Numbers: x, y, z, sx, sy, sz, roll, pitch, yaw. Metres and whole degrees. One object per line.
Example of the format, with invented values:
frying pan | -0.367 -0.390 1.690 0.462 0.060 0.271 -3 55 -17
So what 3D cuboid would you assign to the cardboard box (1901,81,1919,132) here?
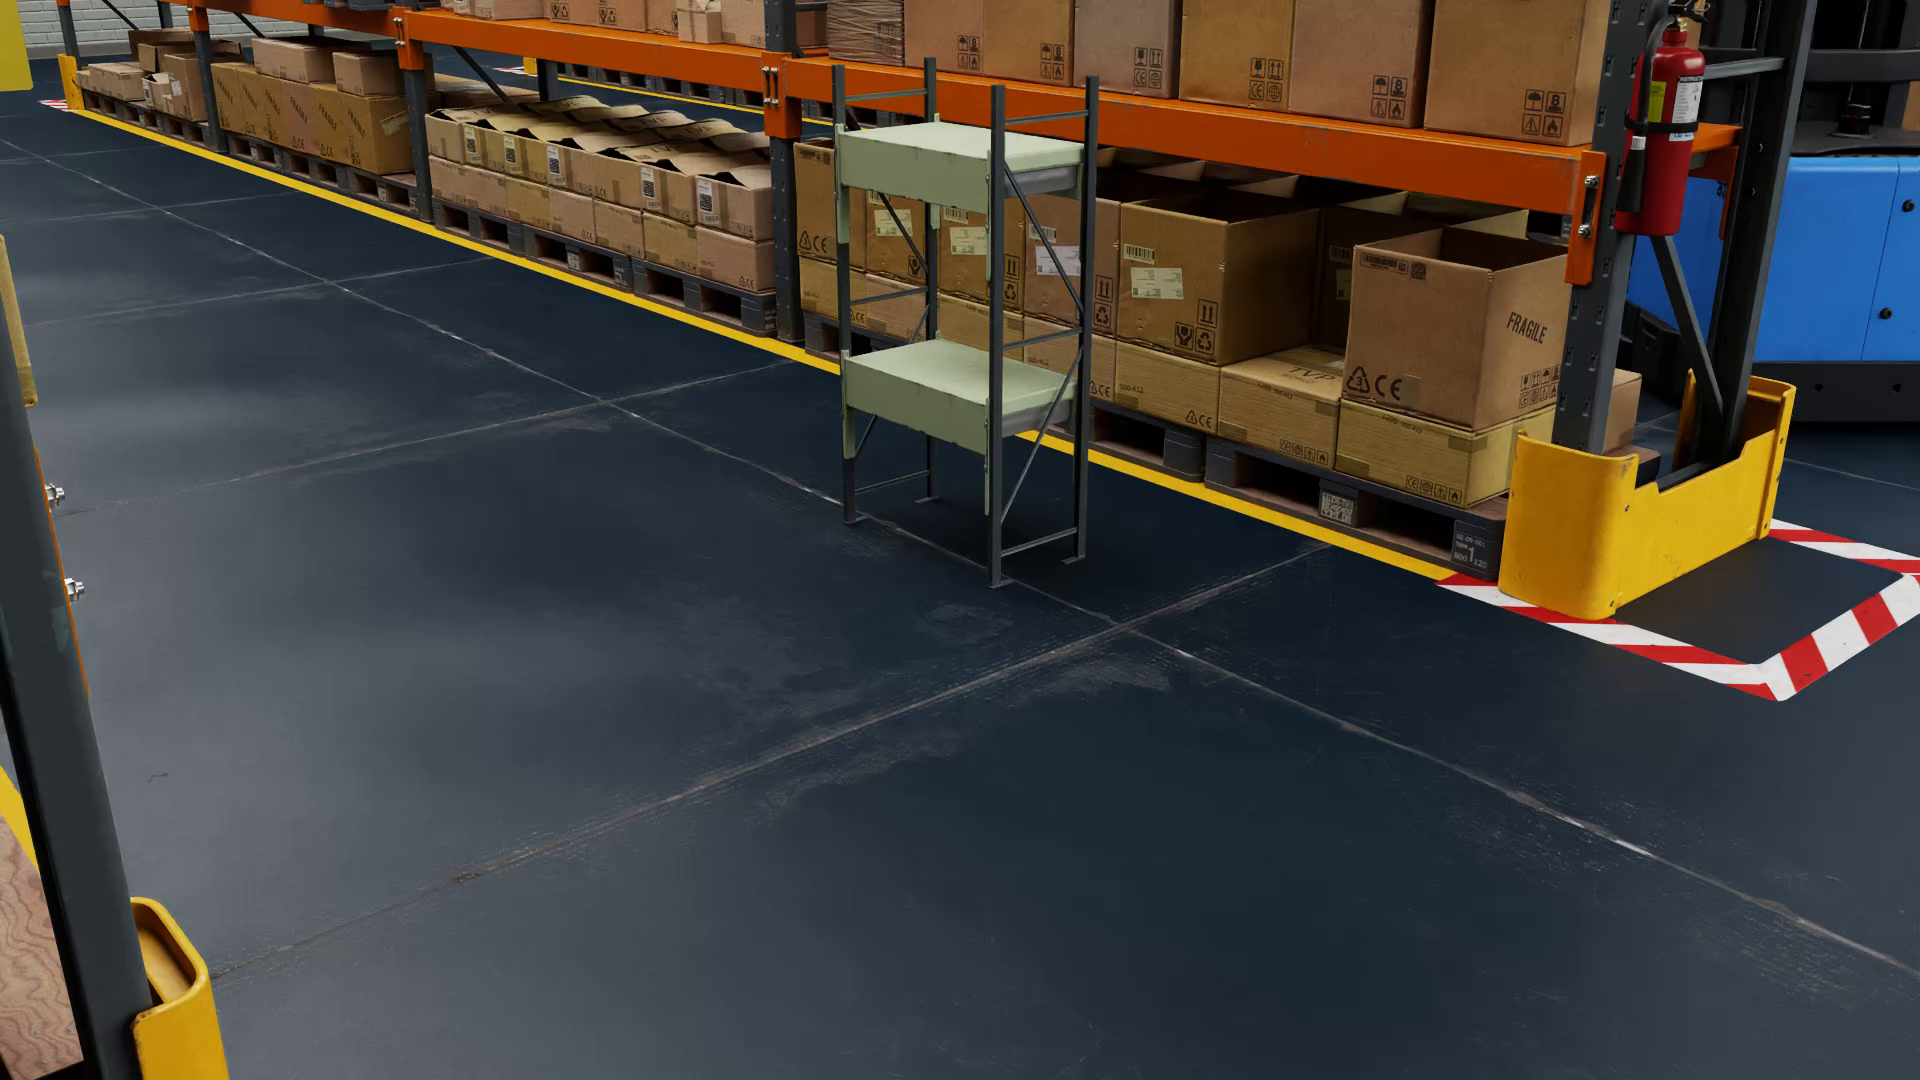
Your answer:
cardboard box | 7.667 -3.561 13.313 0.500 0.500 0.500 -9 23 -21

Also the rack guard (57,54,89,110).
rack guard | -8.234 -4.579 16.489 1.175 0.500 0.348 -17 27 -37

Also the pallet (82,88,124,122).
pallet | -7.713 -4.224 15.980 1.003 0.211 1.213 -17 27 -37

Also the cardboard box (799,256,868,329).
cardboard box | -0.378 -1.163 7.535 0.500 0.250 0.500 -17 27 -37

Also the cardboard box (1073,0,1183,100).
cardboard box | 0.852 -1.949 6.209 0.700 0.500 0.500 -16 27 -36

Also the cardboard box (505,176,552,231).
cardboard box | -2.270 -1.973 9.603 0.500 0.250 0.500 -18 28 -39

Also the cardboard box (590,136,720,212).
cardboard box | -1.601 -1.949 8.772 0.500 0.311 0.500 -18 27 -38

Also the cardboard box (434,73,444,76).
cardboard box | -4.157 -3.214 12.401 0.500 0.500 0.500 -19 28 -39

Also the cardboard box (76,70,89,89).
cardboard box | -8.271 -4.444 16.022 0.380 0.149 0.250 -17 27 -37

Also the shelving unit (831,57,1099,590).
shelving unit | 0.004 -0.697 5.206 0.431 1.500 0.755 -17 27 -37

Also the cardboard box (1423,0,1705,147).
cardboard box | 1.865 -1.522 5.119 0.700 0.500 0.500 -17 27 -37

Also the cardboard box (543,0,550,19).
cardboard box | -2.187 -3.097 9.624 0.380 0.149 0.250 -15 26 -34

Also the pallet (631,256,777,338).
pallet | -0.961 -1.344 8.626 1.003 0.211 1.213 -17 27 -37

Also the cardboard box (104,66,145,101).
cardboard box | -7.491 -4.194 15.246 0.500 0.250 0.500 -17 27 -37

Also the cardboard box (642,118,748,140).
cardboard box | -1.537 -2.223 9.471 0.500 0.311 0.500 -17 27 -36

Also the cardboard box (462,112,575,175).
cardboard box | -2.593 -2.372 9.853 0.500 0.311 0.500 -18 28 -39

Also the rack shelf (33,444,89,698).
rack shelf | -2.896 -0.380 3.329 1.077 0.370 4.000 -17 27 -37

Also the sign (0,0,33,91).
sign | -1.179 -0.695 1.959 0.100 0.325 0.005 -17 27 -37

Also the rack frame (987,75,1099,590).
rack frame | 0.243 -0.595 4.948 0.400 1.500 0.023 -17 27 -37

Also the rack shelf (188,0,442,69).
rack shelf | -4.368 -3.771 11.985 1.077 0.370 4.000 -17 27 -37

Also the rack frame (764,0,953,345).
rack frame | -0.451 -2.448 7.622 1.000 3.000 0.127 -17 27 -37

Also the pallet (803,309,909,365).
pallet | 0.036 -0.920 7.544 1.003 0.211 1.213 -17 27 -37

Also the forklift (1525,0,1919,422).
forklift | 3.464 -2.308 7.358 1.130 2.935 3.031 0 21 0

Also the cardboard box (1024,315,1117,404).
cardboard box | 0.598 -0.748 6.474 0.500 0.250 0.500 -17 27 -37

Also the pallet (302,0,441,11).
pallet | -3.558 -3.635 10.914 1.213 0.211 1.003 -17 27 -37

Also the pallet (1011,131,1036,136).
pallet | 1.169 -3.210 13.390 1.003 0.211 1.213 -17 27 -37

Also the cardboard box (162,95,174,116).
cardboard box | -6.550 -3.715 14.162 0.380 0.149 0.250 -17 27 -37

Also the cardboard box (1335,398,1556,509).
cardboard box | 1.586 -0.336 5.424 0.500 0.250 0.500 -17 27 -37

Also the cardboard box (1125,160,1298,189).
cardboard box | 1.001 -1.224 6.661 0.500 0.500 0.500 -17 27 -37

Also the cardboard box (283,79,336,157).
cardboard box | -4.535 -3.083 12.068 0.500 0.500 0.500 -19 28 -39

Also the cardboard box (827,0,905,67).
cardboard box | -0.157 -2.374 7.294 0.700 0.500 0.500 -18 28 -39

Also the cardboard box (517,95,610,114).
cardboard box | -2.534 -2.644 10.546 0.500 0.311 0.500 -17 27 -36

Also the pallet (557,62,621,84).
pallet | -4.020 -5.406 18.998 1.003 0.211 1.213 -17 27 -37

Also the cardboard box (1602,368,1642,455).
cardboard box | 1.978 -0.459 5.738 0.500 0.250 0.500 -17 27 -37

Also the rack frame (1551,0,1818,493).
rack frame | 2.160 -1.343 4.800 1.000 3.000 0.127 -17 27 -37

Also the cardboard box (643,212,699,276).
cardboard box | -1.270 -1.549 8.521 0.500 0.250 0.500 -18 28 -38

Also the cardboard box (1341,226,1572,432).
cardboard box | 1.585 -0.685 5.286 0.500 0.500 0.500 -17 27 -37

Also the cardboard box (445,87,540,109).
cardboard box | -3.143 -2.788 11.314 0.500 0.500 0.500 -16 27 -35

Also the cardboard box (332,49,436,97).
cardboard box | -3.890 -3.161 11.236 0.500 0.250 0.500 -16 27 -35

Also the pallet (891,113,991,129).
pallet | 0.147 -3.641 14.491 1.003 0.211 1.213 -17 27 -37

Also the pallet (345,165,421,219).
pallet | -3.521 -2.470 11.501 1.003 0.211 1.213 -17 27 -37

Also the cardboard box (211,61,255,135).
cardboard box | -5.542 -3.508 13.151 0.500 0.500 0.500 -19 28 -40

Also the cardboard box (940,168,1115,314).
cardboard box | 0.267 -1.234 6.687 0.500 0.500 0.500 -17 27 -37

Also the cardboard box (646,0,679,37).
cardboard box | -1.284 -2.856 8.527 0.500 0.500 0.500 -15 26 -34
